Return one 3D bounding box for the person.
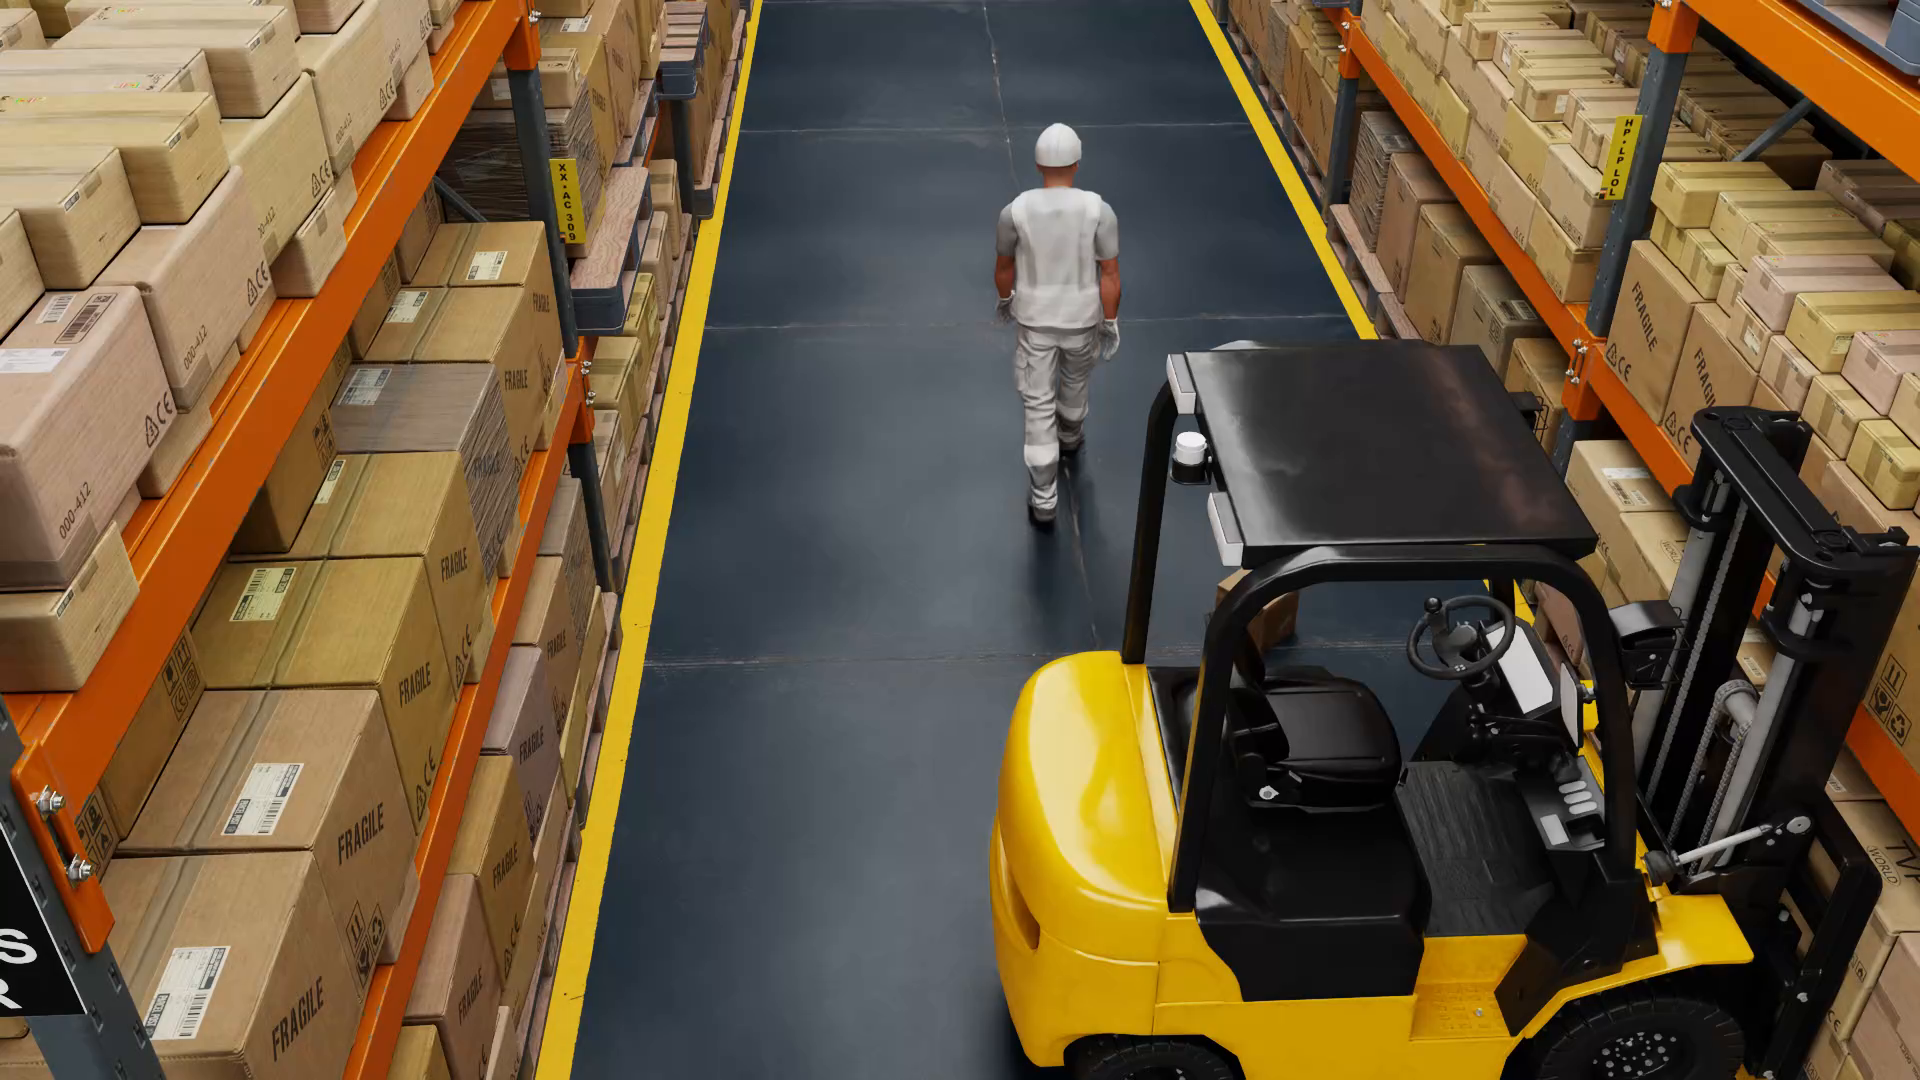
[{"bbox_3d":[0.437,-1.022,7.592,0.563,1.777,0.933,-1,35,-1],"label":"person"}]
